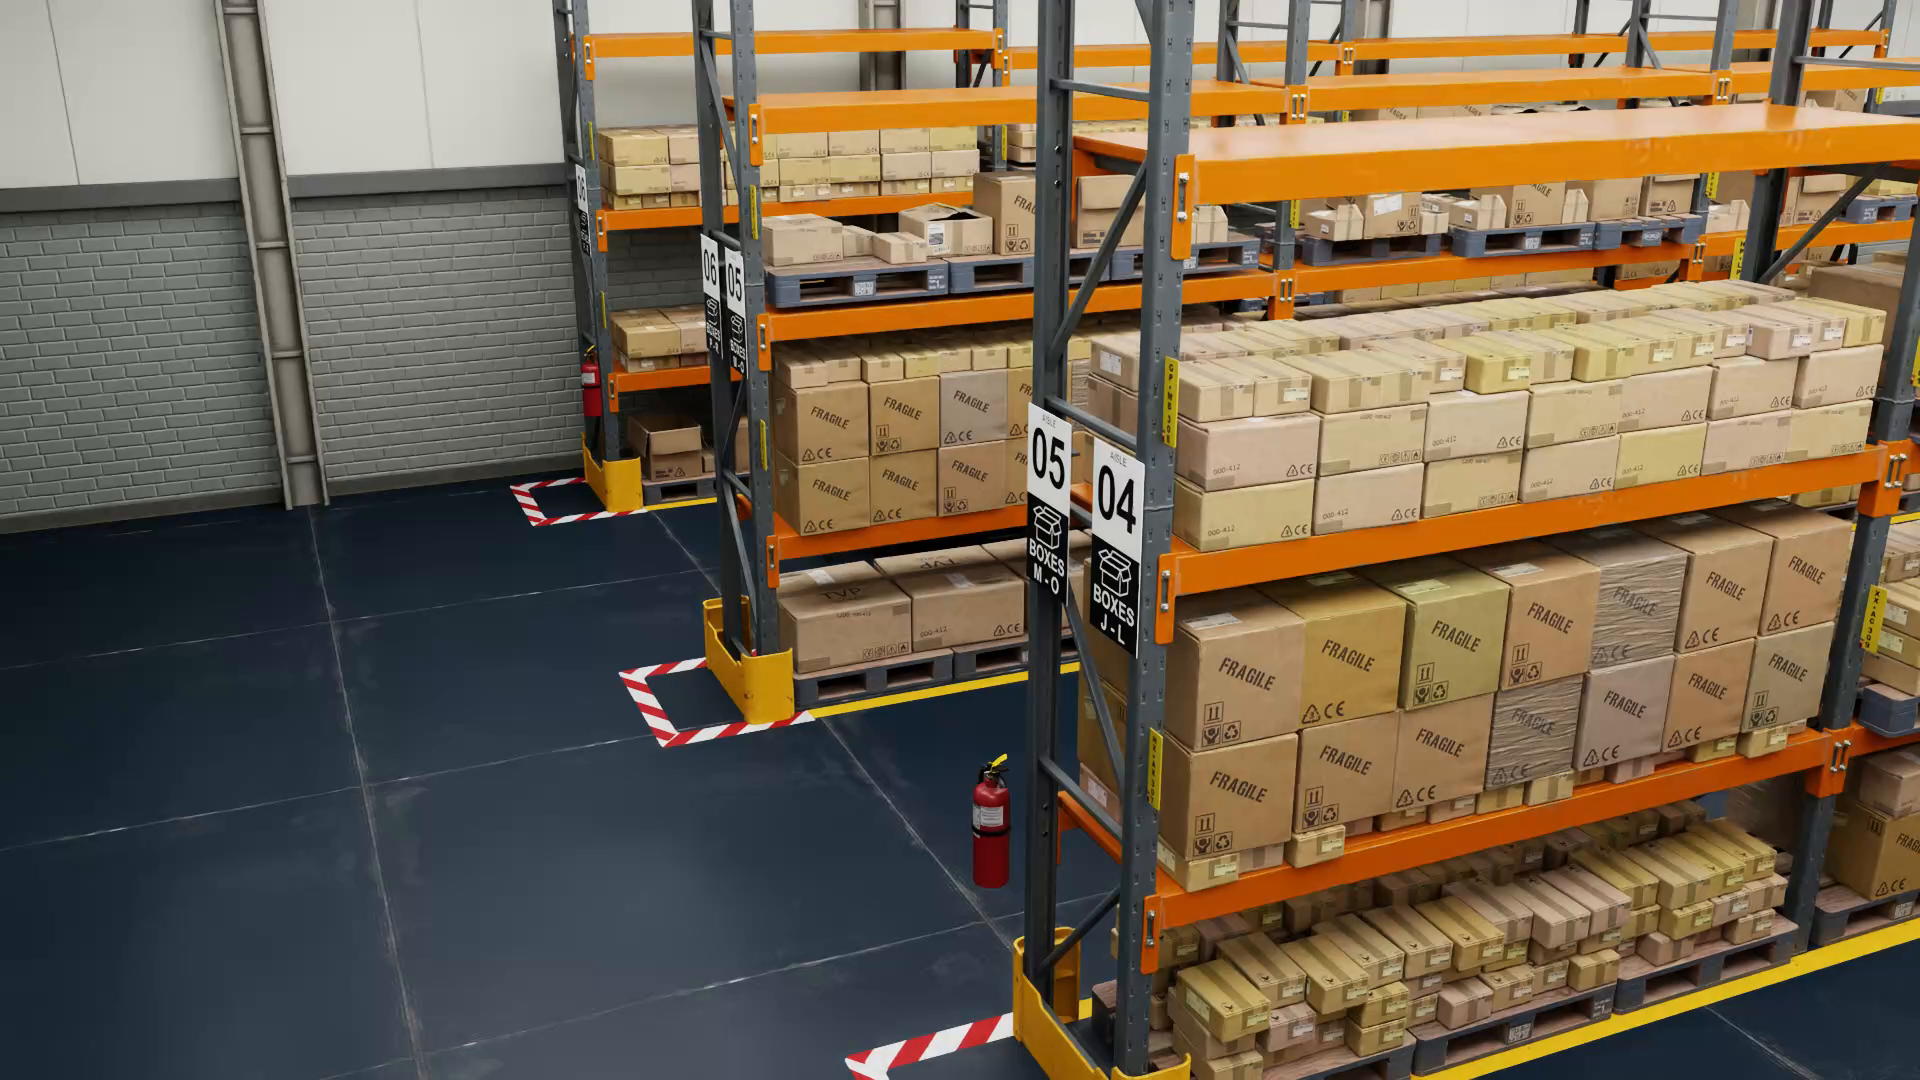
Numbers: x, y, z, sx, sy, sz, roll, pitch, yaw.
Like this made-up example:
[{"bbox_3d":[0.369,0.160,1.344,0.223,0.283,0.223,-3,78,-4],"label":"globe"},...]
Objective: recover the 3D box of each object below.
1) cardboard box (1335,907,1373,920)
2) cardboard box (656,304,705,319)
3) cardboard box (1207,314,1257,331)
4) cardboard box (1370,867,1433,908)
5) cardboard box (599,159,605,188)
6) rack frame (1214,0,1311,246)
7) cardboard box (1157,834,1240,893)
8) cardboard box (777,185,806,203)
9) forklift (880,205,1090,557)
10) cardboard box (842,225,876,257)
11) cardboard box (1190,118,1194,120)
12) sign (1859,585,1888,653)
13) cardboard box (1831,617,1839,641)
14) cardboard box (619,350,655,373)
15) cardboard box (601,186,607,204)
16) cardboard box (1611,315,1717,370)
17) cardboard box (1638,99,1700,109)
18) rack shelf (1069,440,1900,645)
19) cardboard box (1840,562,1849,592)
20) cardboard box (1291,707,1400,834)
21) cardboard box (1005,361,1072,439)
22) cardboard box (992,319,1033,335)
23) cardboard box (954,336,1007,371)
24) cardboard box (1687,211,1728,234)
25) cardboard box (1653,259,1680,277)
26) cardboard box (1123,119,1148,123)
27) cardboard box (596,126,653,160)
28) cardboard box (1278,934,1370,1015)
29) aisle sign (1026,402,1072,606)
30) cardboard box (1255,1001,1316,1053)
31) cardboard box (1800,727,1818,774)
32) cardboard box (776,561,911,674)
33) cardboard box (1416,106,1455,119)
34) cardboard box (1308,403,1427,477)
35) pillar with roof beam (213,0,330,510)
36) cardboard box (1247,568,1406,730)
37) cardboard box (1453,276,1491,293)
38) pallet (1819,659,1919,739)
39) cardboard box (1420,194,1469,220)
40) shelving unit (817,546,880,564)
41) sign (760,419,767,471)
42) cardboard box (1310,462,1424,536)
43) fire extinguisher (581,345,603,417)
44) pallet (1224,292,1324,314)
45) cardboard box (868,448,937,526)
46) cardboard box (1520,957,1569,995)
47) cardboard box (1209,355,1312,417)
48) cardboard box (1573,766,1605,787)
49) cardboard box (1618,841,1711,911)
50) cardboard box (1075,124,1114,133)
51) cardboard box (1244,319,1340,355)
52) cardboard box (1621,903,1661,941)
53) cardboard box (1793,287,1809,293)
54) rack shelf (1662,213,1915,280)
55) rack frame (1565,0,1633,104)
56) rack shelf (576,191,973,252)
[{"bbox_3d":[1.876,1.863,8.426,0.250,0.149,0.380,-8,21,-21],"label":"cardboard box"},{"bbox_3d":[-2.674,-2.133,16.343,0.500,0.250,0.500,-8,21,-22],"label":"cardboard box"},{"bbox_3d":[2.020,-1.555,12.290,0.250,0.149,0.380,-9,21,-23],"label":"cardboard box"},{"bbox_3d":[2.158,1.717,8.393,0.250,0.149,0.380,-9,21,-24],"label":"cardboard box"},{"bbox_3d":[-3.165,-3.481,15.653,0.500,0.250,0.500,-9,21,-23],"label":"cardboard box"},{"bbox_3d":[2.177,-3.698,11.974,0.127,3.000,1.000,-8,21,-22],"label":"rack frame"},{"bbox_3d":[0.985,1.330,7.106,0.250,0.149,0.380,-8,21,-22],"label":"cardboard box"},{"bbox_3d":[-1.635,-3.294,15.724,0.250,0.149,0.380,-8,21,-22],"label":"cardboard box"},{"bbox_3d":[0.632,-1.489,14.839,3.031,2.935,1.130,-8,21,-21],"label":"forklift"},{"bbox_3d":[-0.765,-2.050,11.405,0.250,0.149,0.380,-10,22,-26],"label":"cardboard box"},{"bbox_3d":[2.293,-4.431,17.750,0.250,0.149,0.380,-8,21,-22],"label":"cardboard box"},{"bbox_3d":[4.452,0.384,8.110,0.005,0.325,0.100,-8,21,-22],"label":"sign"},{"bbox_3d":[4.517,0.436,9.013,0.250,0.149,0.380,-9,21,-23],"label":"cardboard box"},{"bbox_3d":[-3.055,-1.696,15.701,0.250,0.149,0.380,-8,21,-22],"label":"cardboard box"},{"bbox_3d":[-3.263,-3.264,15.637,0.250,0.149,0.380,-8,21,-20],"label":"cardboard box"},{"bbox_3d":[3.097,-0.876,7.349,0.250,0.149,0.380,-9,21,-24],"label":"cardboard box"},{"bbox_3d":[8.413,-5.087,19.787,0.500,0.311,0.500,-8,21,-21],"label":"cardboard box"},{"bbox_3d":[2.394,-0.184,7.595,4.000,0.370,1.077,-8,21,-22],"label":"rack shelf"},{"bbox_3d":[4.522,0.156,8.914,0.250,0.149,0.380,-7,21,-19],"label":"cardboard box"},{"bbox_3d":[1.561,0.914,7.311,0.500,0.500,0.500,-8,21,-22],"label":"cardboard box"},{"bbox_3d":[0.457,-1.043,11.812,0.500,0.500,0.500,-8,21,-22],"label":"cardboard box"},{"bbox_3d":[0.378,-1.536,12.234,0.250,0.149,0.380,-8,21,-22],"label":"cardboard box"},{"bbox_3d":[0.137,-1.295,11.551,0.250,0.149,0.380,-8,21,-21],"label":"cardboard box"},{"bbox_3d":[6.206,-2.680,13.979,0.250,0.149,0.380,-8,21,-22],"label":"cardboard box"},{"bbox_3d":[8.536,-3.533,20.389,0.500,0.500,0.500,-8,21,-21],"label":"cardboard box"},{"bbox_3d":[1.841,-4.349,17.488,0.250,0.149,0.380,-8,21,-21],"label":"cardboard box"},{"bbox_3d":[-3.168,-3.719,15.576,0.500,0.250,0.500,-9,21,-23],"label":"cardboard box"},{"bbox_3d":[1.661,1.988,7.624,0.250,0.149,0.380,-8,21,-22],"label":"cardboard box"},{"bbox_3d":[0.372,-0.154,7.028,0.004,0.787,0.394,-8,21,-22],"label":"aisle sign"},{"bbox_3d":[1.414,2.151,7.608,0.250,0.149,0.380,-8,21,-22],"label":"cardboard box"},{"bbox_3d":[4.814,1.080,9.439,0.500,0.250,0.500,-9,21,-23],"label":"cardboard box"},{"bbox_3d":[-0.930,0.551,12.165,0.875,0.438,0.875,-9,21,-24],"label":"cardboard box"},{"bbox_3d":[5.066,-4.732,18.496,0.500,0.500,0.700,-9,21,-23],"label":"cardboard box"},{"bbox_3d":[1.542,-0.473,6.805,0.500,0.250,0.500,-8,21,-23],"label":"cardboard box"},{"bbox_3d":[-4.593,-3.292,10.822,0.400,9.000,9.100,-8,21,-22],"label":"pillar with roof beam"},{"bbox_3d":[1.536,0.449,7.127,0.500,0.500,0.500,-8,21,-20],"label":"cardboard box"},{"bbox_3d":[5.795,-3.023,19.316,0.500,0.250,0.500,-7,21,-20],"label":"cardboard box"},{"bbox_3d":[4.990,0.663,8.913,1.213,0.211,1.003,-8,21,-22],"label":"pallet"},{"bbox_3d":[3.854,-2.665,13.278,0.250,0.166,0.380,-6,20,-17],"label":"cardboard box"},{"bbox_3d":[-0.983,-0.429,14.433,0.503,1.200,0.258,-8,21,-21],"label":"shelving unit"},{"bbox_3d":[-1.282,-0.617,10.836,0.005,0.325,0.100,-8,21,-22],"label":"sign"},{"bbox_3d":[1.556,-0.239,6.893,0.500,0.250,0.500,-7,21,-20],"label":"cardboard box"},{"bbox_3d":[-3.417,-1.482,15.393,0.183,0.674,0.296,-8,21,-22],"label":"fire extinguisher"},{"bbox_3d":[3.286,-2.706,18.481,1.003,0.211,1.213,-8,21,-22],"label":"pallet"},{"bbox_3d":[-0.488,-0.440,11.603,0.500,0.500,0.500,-8,21,-23],"label":"cardboard box"},{"bbox_3d":[2.789,2.080,8.257,0.250,0.149,0.380,-8,21,-21],"label":"cardboard box"},{"bbox_3d":[1.186,-0.615,6.608,0.250,0.149,0.380,-7,21,-20],"label":"cardboard box"},{"bbox_3d":[2.860,1.028,7.964,0.250,0.149,0.380,-8,21,-23],"label":"cardboard box"},{"bbox_3d":[3.562,1.701,8.439,0.250,0.149,0.380,-8,21,-22],"label":"cardboard box"},{"bbox_3d":[1.348,-4.088,16.746,0.250,0.149,0.380,-9,21,-23],"label":"cardboard box"},{"bbox_3d":[1.447,-0.851,7.279,0.250,0.149,0.380,-8,21,-21],"label":"cardboard box"},{"bbox_3d":[3.315,1.856,8.447,0.250,0.149,0.380,-8,21,-21],"label":"cardboard box"},{"bbox_3d":[7.778,-1.974,14.882,0.500,0.500,0.500,-9,21,-24],"label":"cardboard box"},{"bbox_3d":[7.686,-2.733,14.834,4.000,0.370,1.077,-8,21,-22],"label":"rack shelf"},{"bbox_3d":[7.553,-6.263,19.261,0.127,3.000,1.000,-8,21,-22],"label":"rack frame"},{"bbox_3d":[-1.629,-3.194,16.142,4.000,0.370,1.077,-8,21,-22],"label":"rack shelf"}]
